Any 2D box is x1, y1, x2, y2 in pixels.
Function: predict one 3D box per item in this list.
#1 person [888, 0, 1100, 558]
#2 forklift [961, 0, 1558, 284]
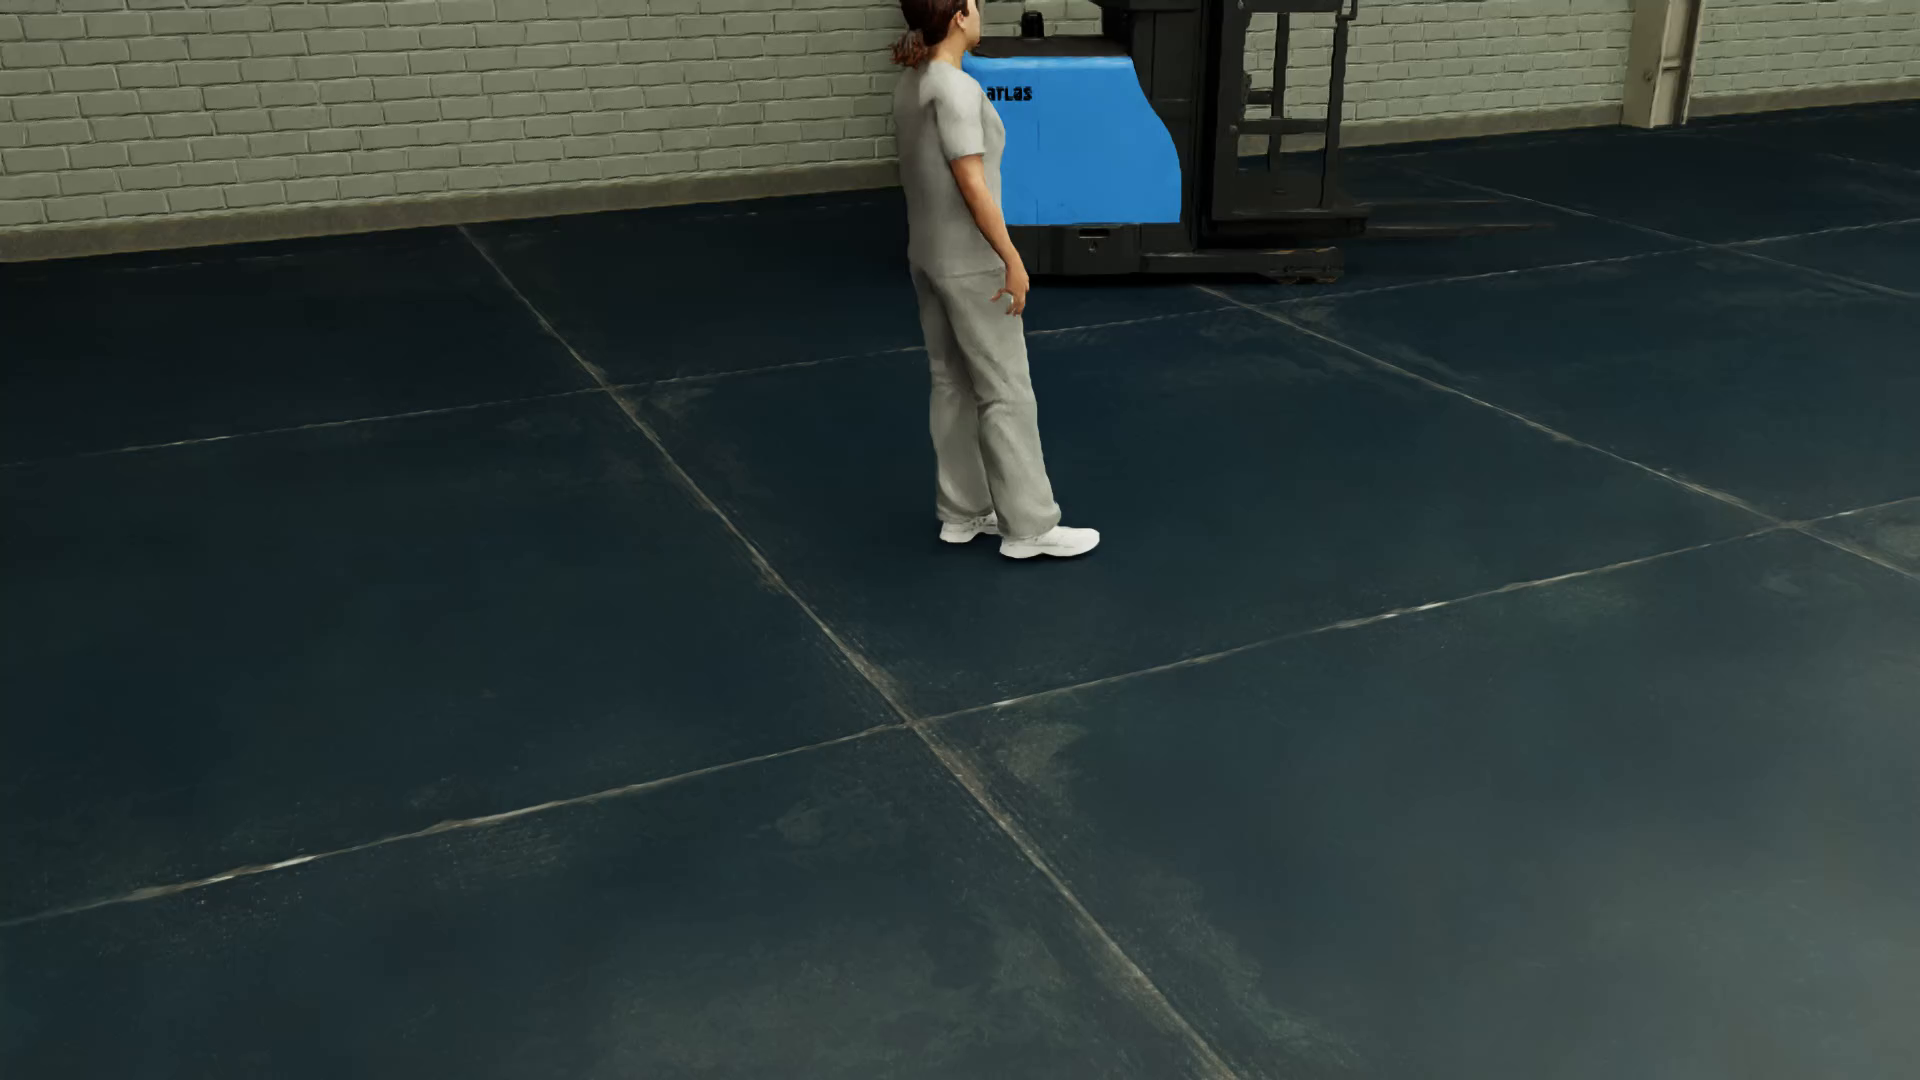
[{"bbox_3d":[0.073,-0.788,4.800,0.548,1.674,0.550,-10,25,-23],"label":"person"},{"bbox_3d":[1.460,-2.802,8.031,3.031,2.935,1.130,-2,23,-5],"label":"forklift"}]
